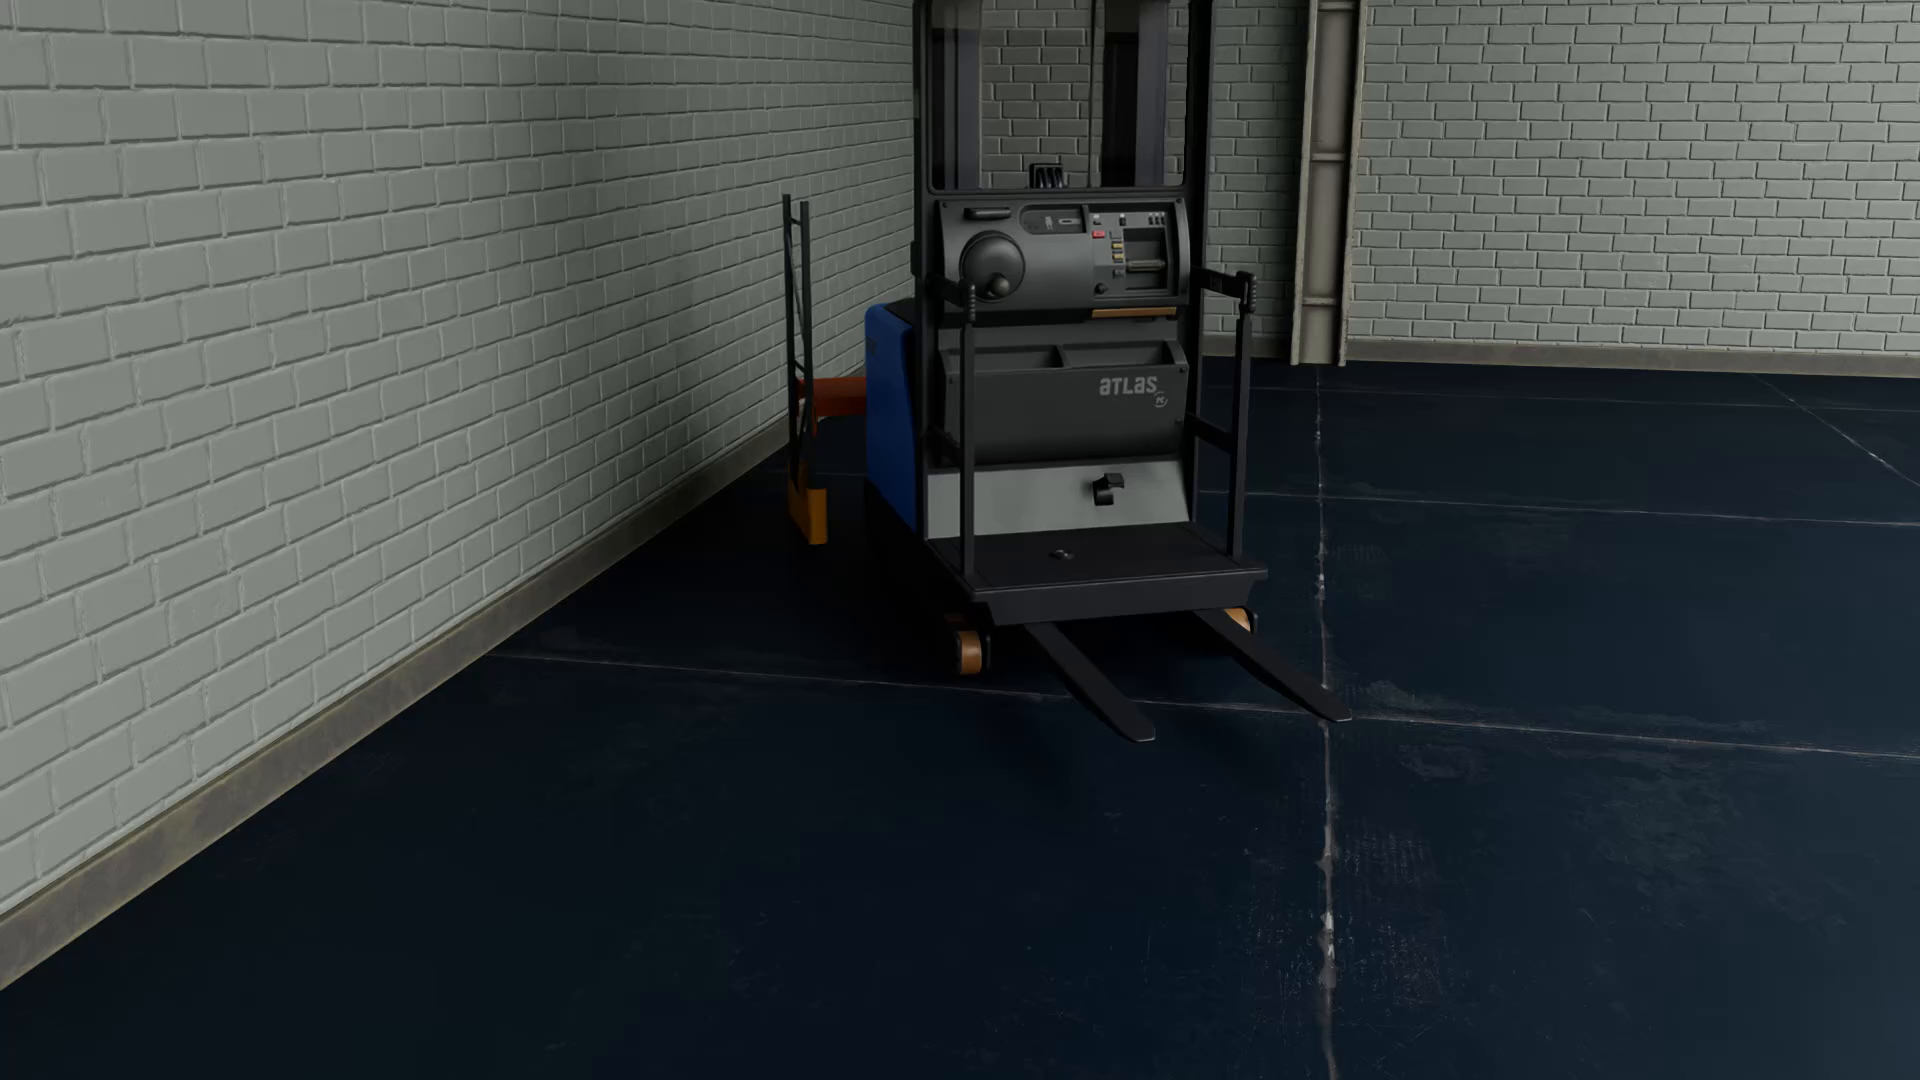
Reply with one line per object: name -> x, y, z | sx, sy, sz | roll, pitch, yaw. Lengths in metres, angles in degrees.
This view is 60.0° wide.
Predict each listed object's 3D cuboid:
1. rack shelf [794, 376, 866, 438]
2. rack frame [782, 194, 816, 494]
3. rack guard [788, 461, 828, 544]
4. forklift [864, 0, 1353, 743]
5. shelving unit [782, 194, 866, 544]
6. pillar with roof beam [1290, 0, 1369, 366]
rack shelf -> -0.233, -0.642, 7.673 | 1.000, 0.185, 0.538 | -4, 16, -15
rack frame -> -0.723, -0.779, 7.495 | 0.032, 1.500, 0.500 | -4, 16, -15
rack guard -> -0.705, -0.178, 7.667 | 0.087, 0.250, 0.587 | -4, 16, -15
forklift -> 0.436, -1.051, 5.795 | 1.130, 2.935, 3.031 | -4, 16, -14
shelving unit -> -0.224, -0.816, 7.627 | 1.083, 1.500, 0.587 | -4, 16, -15
pillar with roof beam -> 1.768, -4.519, 6.949 | 0.400, 9.000, 9.100 | 3, 16, 11
